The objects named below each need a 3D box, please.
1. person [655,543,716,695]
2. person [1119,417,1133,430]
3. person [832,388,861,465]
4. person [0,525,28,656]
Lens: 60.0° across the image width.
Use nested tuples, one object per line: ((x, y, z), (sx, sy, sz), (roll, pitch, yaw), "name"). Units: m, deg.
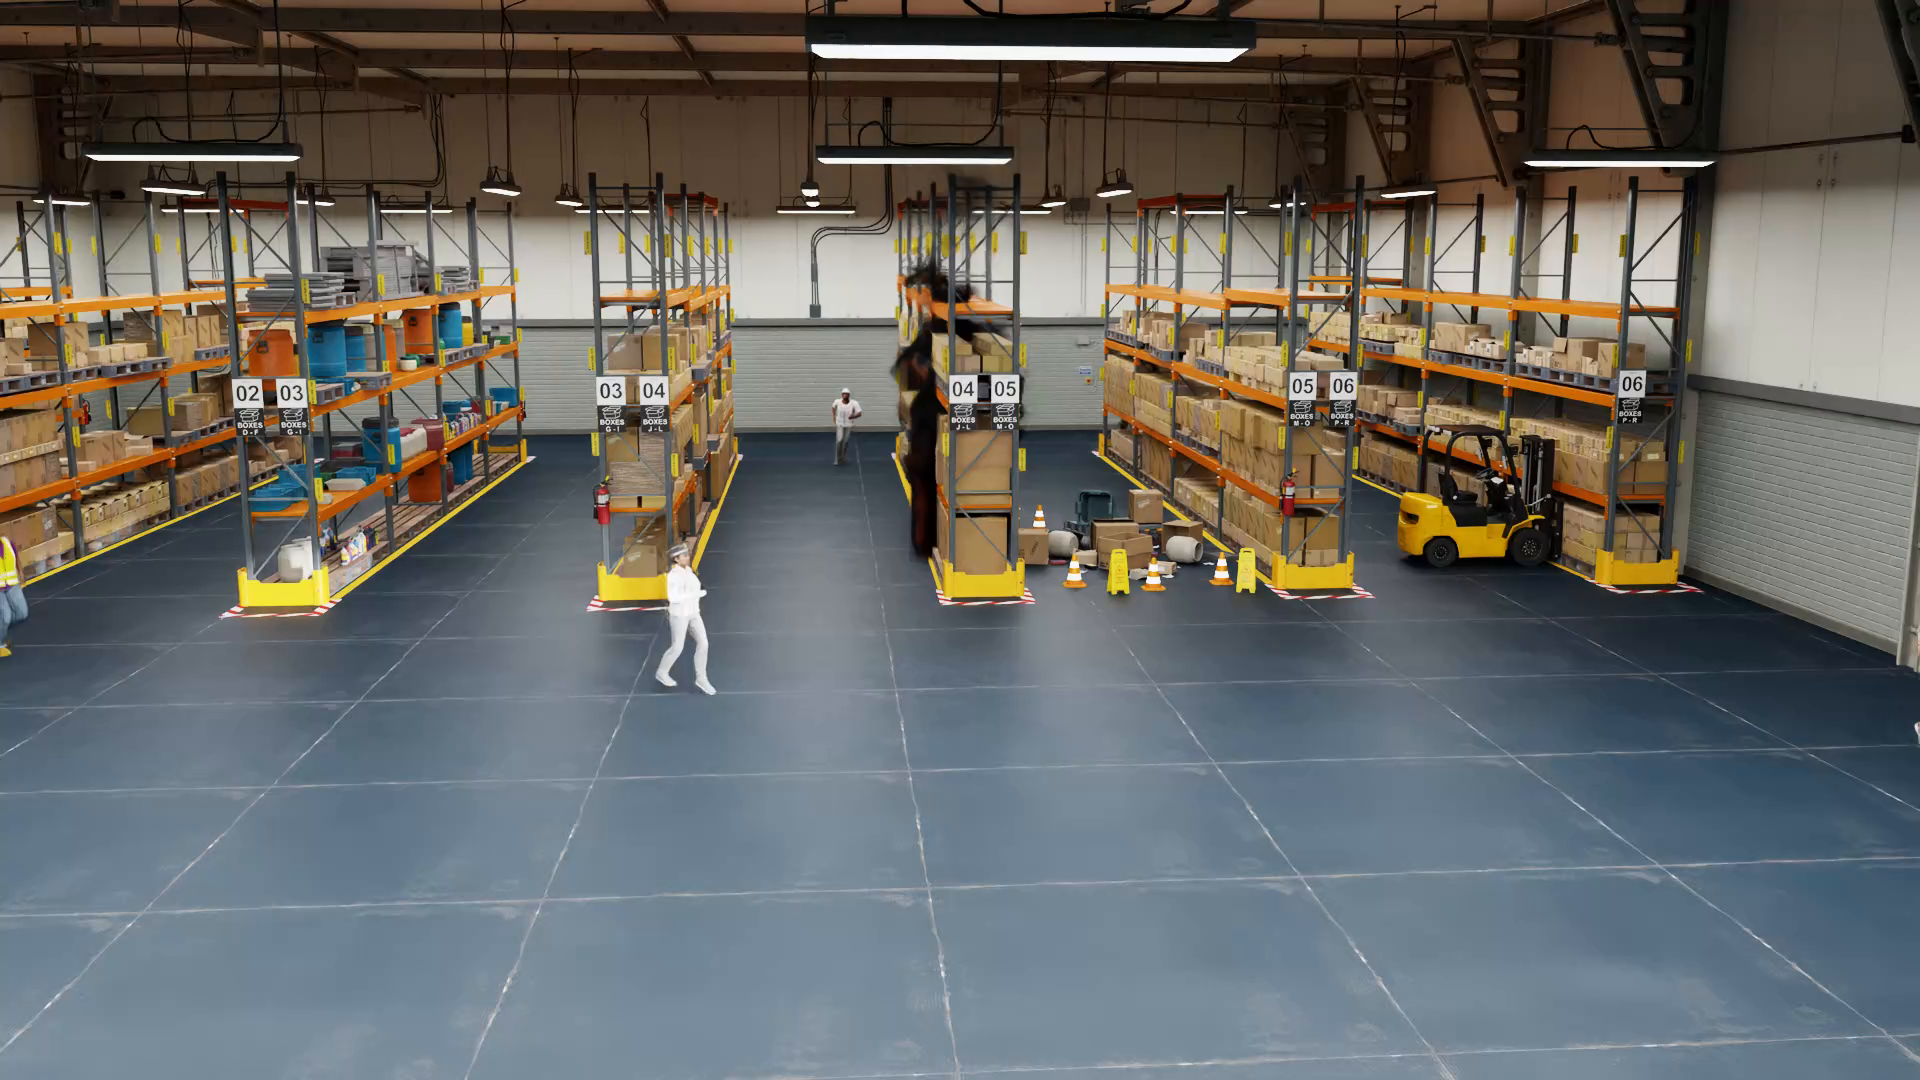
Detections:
((-3.126, 0.883, 18.783), (0.740, 1.743, 0.600), (5, 11, 26), "person")
((4.192, -3.193, 41.640), (1.023, 1.729, 0.769), (8, 13, 37), "person")
((-2.627, -2.620, 38.610), (0.686, 1.832, 0.735), (0, 10, 0), "person")
((-11.823, 0.576, 20.503), (0.523, 1.724, 0.706), (5, 11, 28), "person")
